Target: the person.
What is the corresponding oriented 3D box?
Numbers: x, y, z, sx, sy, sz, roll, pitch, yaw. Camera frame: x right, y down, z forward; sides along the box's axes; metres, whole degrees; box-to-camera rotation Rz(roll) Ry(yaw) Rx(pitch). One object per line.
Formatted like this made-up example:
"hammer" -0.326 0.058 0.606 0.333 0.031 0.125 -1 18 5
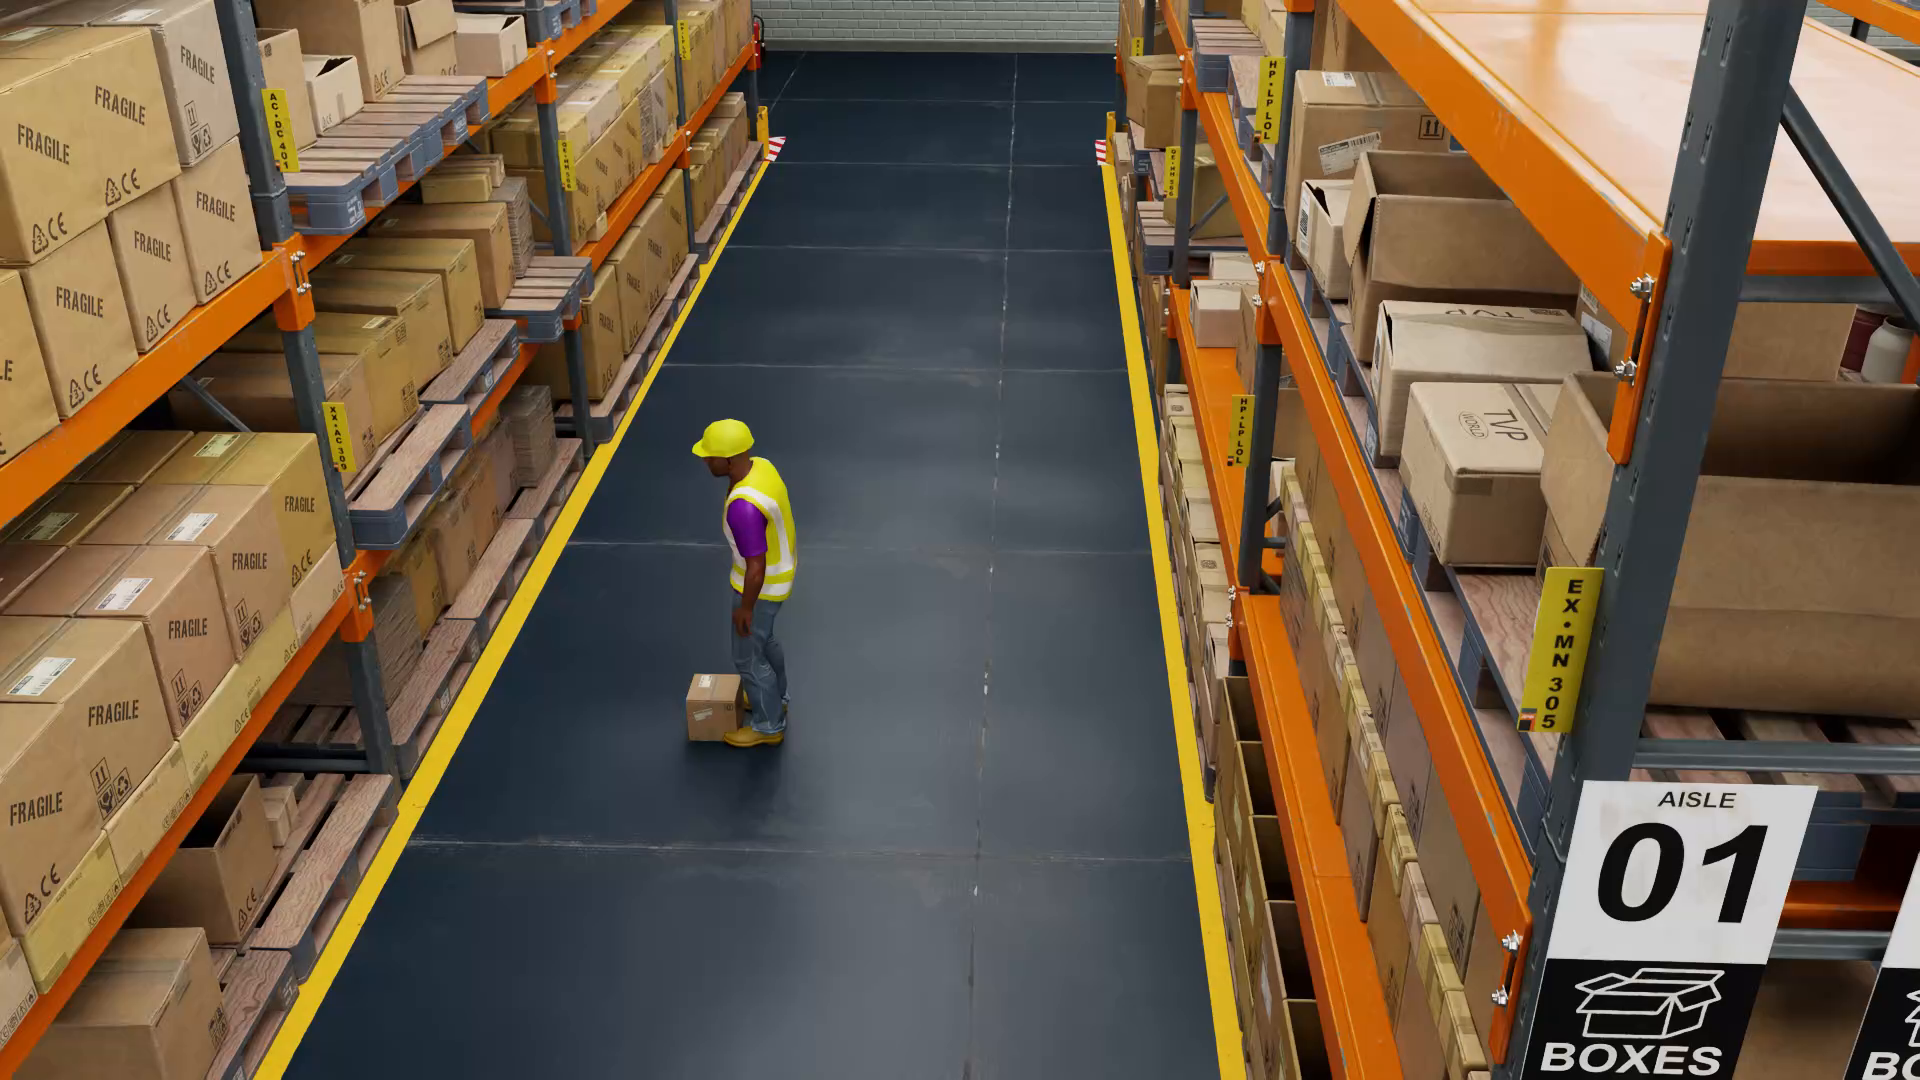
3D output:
"person" -1.033 0.202 8.221 0.461 1.759 0.628 0 28 0
